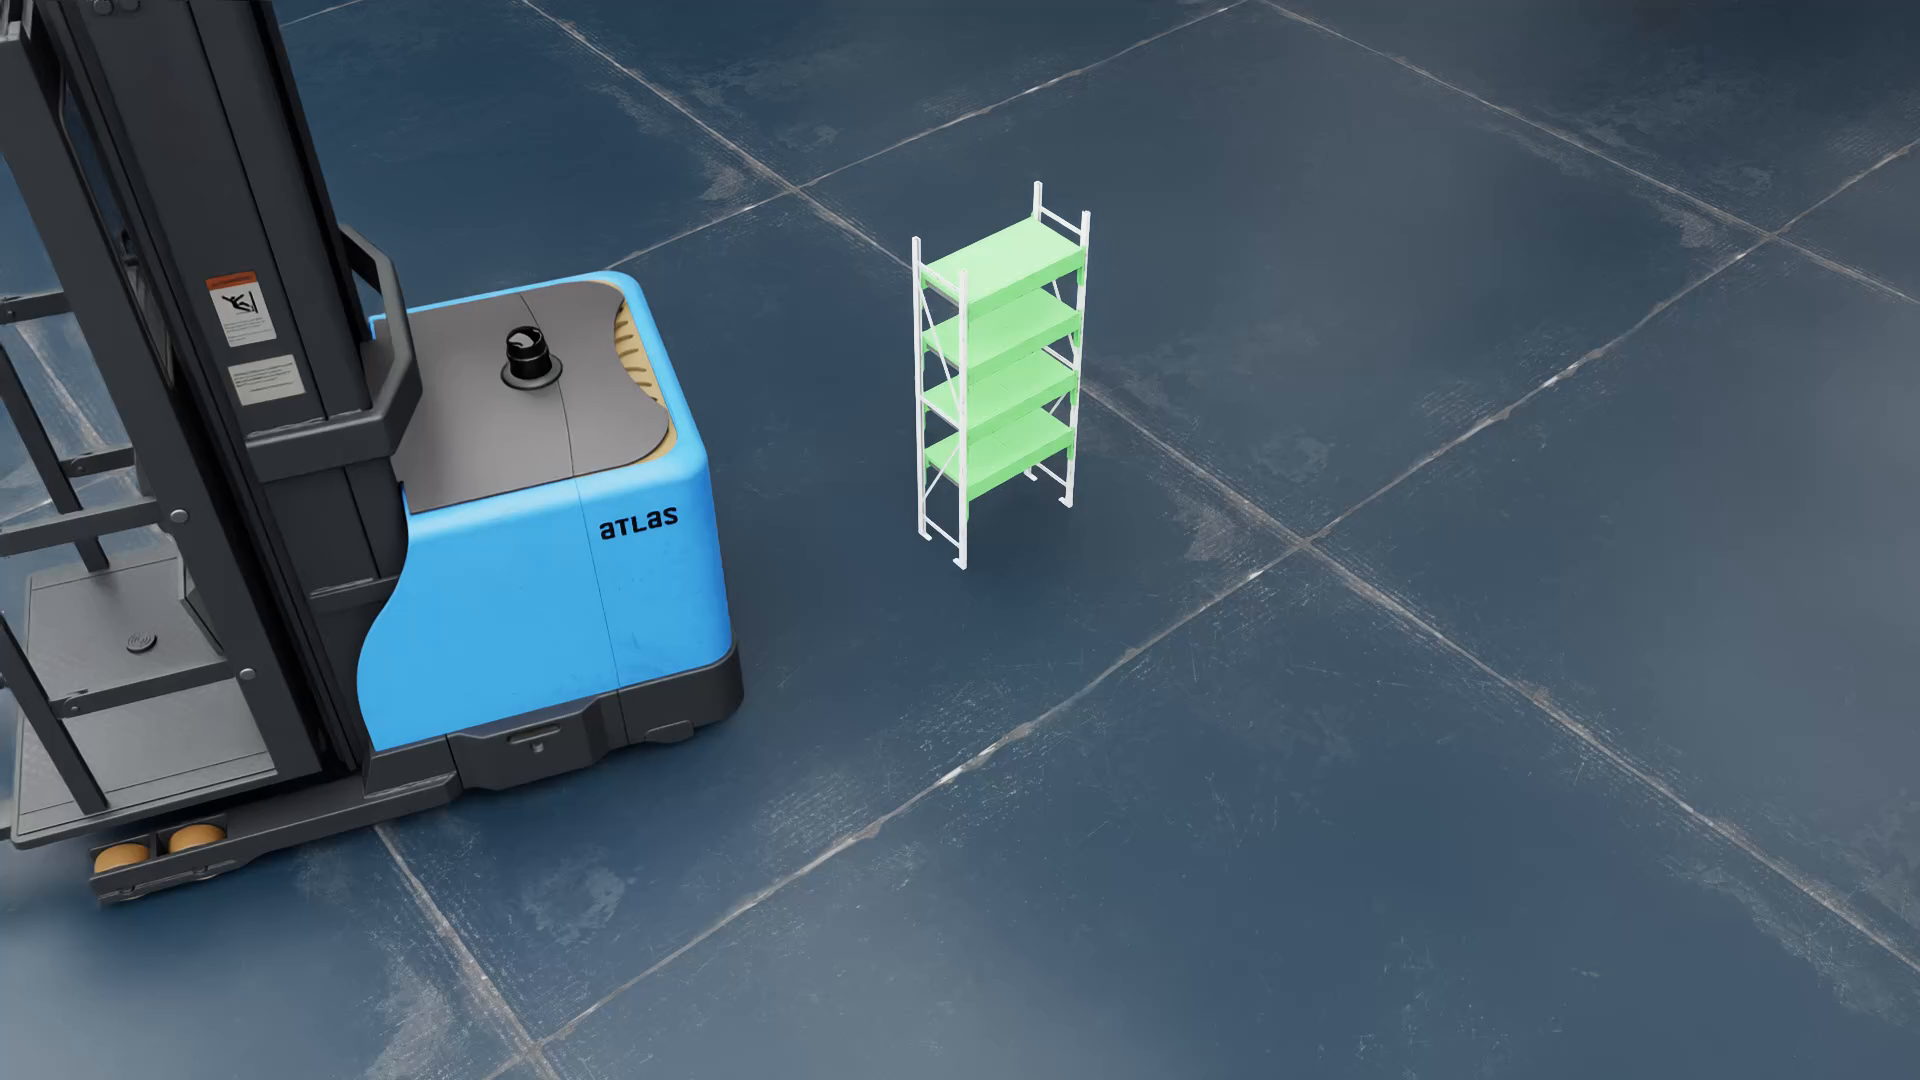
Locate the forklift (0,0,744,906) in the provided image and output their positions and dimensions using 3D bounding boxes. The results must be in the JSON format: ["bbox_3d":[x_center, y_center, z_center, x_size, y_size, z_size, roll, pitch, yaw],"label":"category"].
[{"bbox_3d":[-2.240,-0.468,4.107,3.031,2.935,1.130,-14,45,-15],"label":"forklift"}]

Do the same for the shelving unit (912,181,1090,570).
[{"bbox_3d":[0.127,-0.510,5.417,0.503,1.200,0.258,-30,51,-28],"label":"shelving unit"}]

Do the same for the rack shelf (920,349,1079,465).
[{"bbox_3d":[0.127,-0.463,5.460,0.480,0.148,0.258,-30,51,-28],"label":"rack shelf"}]

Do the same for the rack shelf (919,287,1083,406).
[{"bbox_3d":[0.127,-0.638,5.296,0.480,0.148,0.258,-30,51,-28],"label":"rack shelf"}]

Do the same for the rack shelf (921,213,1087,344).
[{"bbox_3d":[0.127,-0.813,5.132,0.480,0.148,0.258,-30,51,-28],"label":"rack shelf"}]

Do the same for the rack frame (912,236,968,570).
[{"bbox_3d":[-0.060,-0.403,5.303,0.015,1.200,0.240,-30,51,-28],"label":"rack frame"}]

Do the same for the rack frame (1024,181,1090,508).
[{"bbox_3d":[0.314,-0.617,5.531,0.015,1.200,0.240,-30,51,-28],"label":"rack frame"}]

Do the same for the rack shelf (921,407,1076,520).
[{"bbox_3d":[0.127,-0.289,5.625,0.480,0.148,0.258,-30,51,-28],"label":"rack shelf"}]
